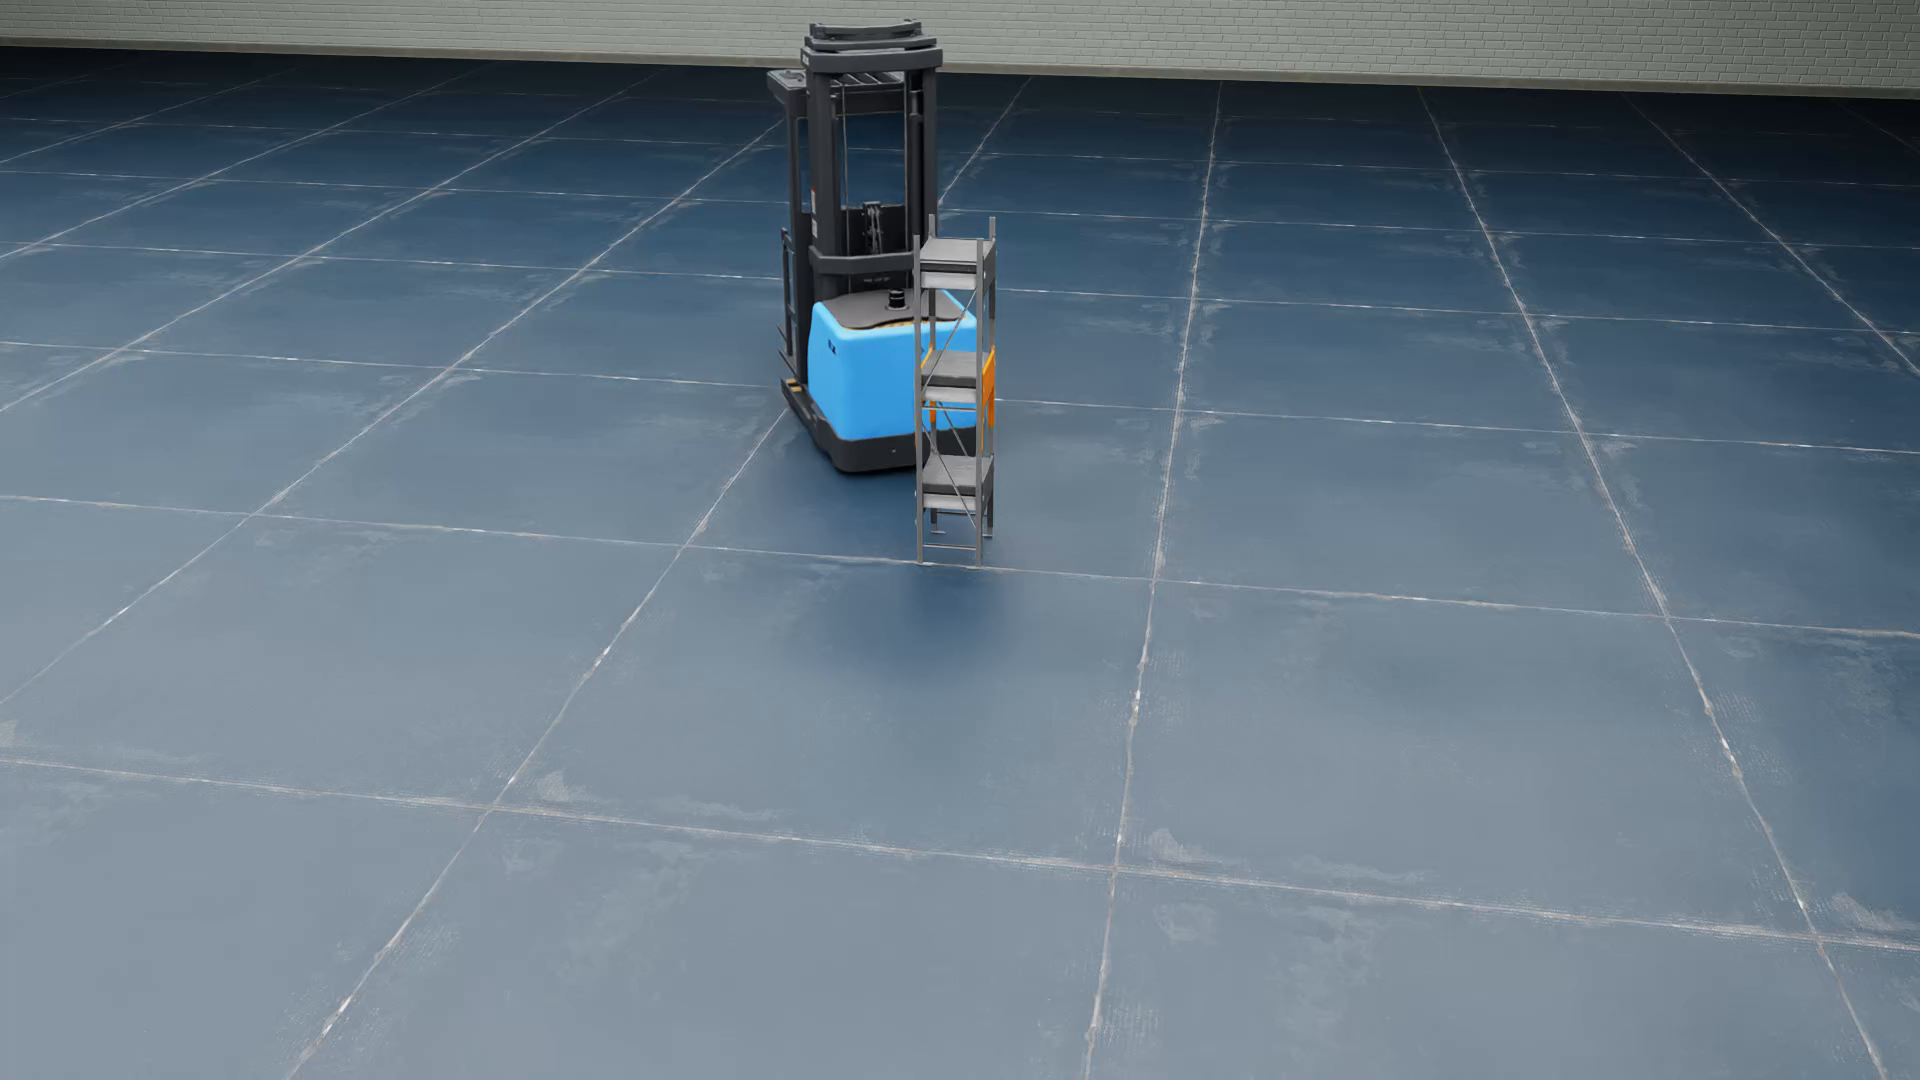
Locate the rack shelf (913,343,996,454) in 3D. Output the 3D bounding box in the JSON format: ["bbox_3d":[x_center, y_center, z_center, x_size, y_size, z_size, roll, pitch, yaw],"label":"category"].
[{"bbox_3d":[-0.027,-0.869,10.163,0.431,0.518,0.480,4,25,9],"label":"rack shelf"}]

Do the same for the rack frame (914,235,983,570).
[{"bbox_3d":[-0.067,-0.780,9.939,0.400,2.100,0.015,4,25,9],"label":"rack frame"}]

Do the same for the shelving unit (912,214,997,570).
[{"bbox_3d":[-0.027,-0.882,10.157,0.431,2.100,0.503,4,25,9],"label":"shelving unit"}]

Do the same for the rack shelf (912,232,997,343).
[{"bbox_3d":[-0.027,-1.503,9.866,0.431,0.518,0.480,4,25,9],"label":"rack shelf"}]

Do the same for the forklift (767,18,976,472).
[{"bbox_3d":[-0.775,-2.400,12.421,1.130,2.935,3.031,-8,26,-16],"label":"forklift"}]

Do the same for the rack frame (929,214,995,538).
[{"bbox_3d":[0.013,-0.984,10.375,0.400,2.100,0.015,4,25,9],"label":"rack frame"}]

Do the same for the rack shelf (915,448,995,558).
[{"bbox_3d":[-0.027,-0.235,10.459,0.431,0.518,0.480,4,25,9],"label":"rack shelf"}]
